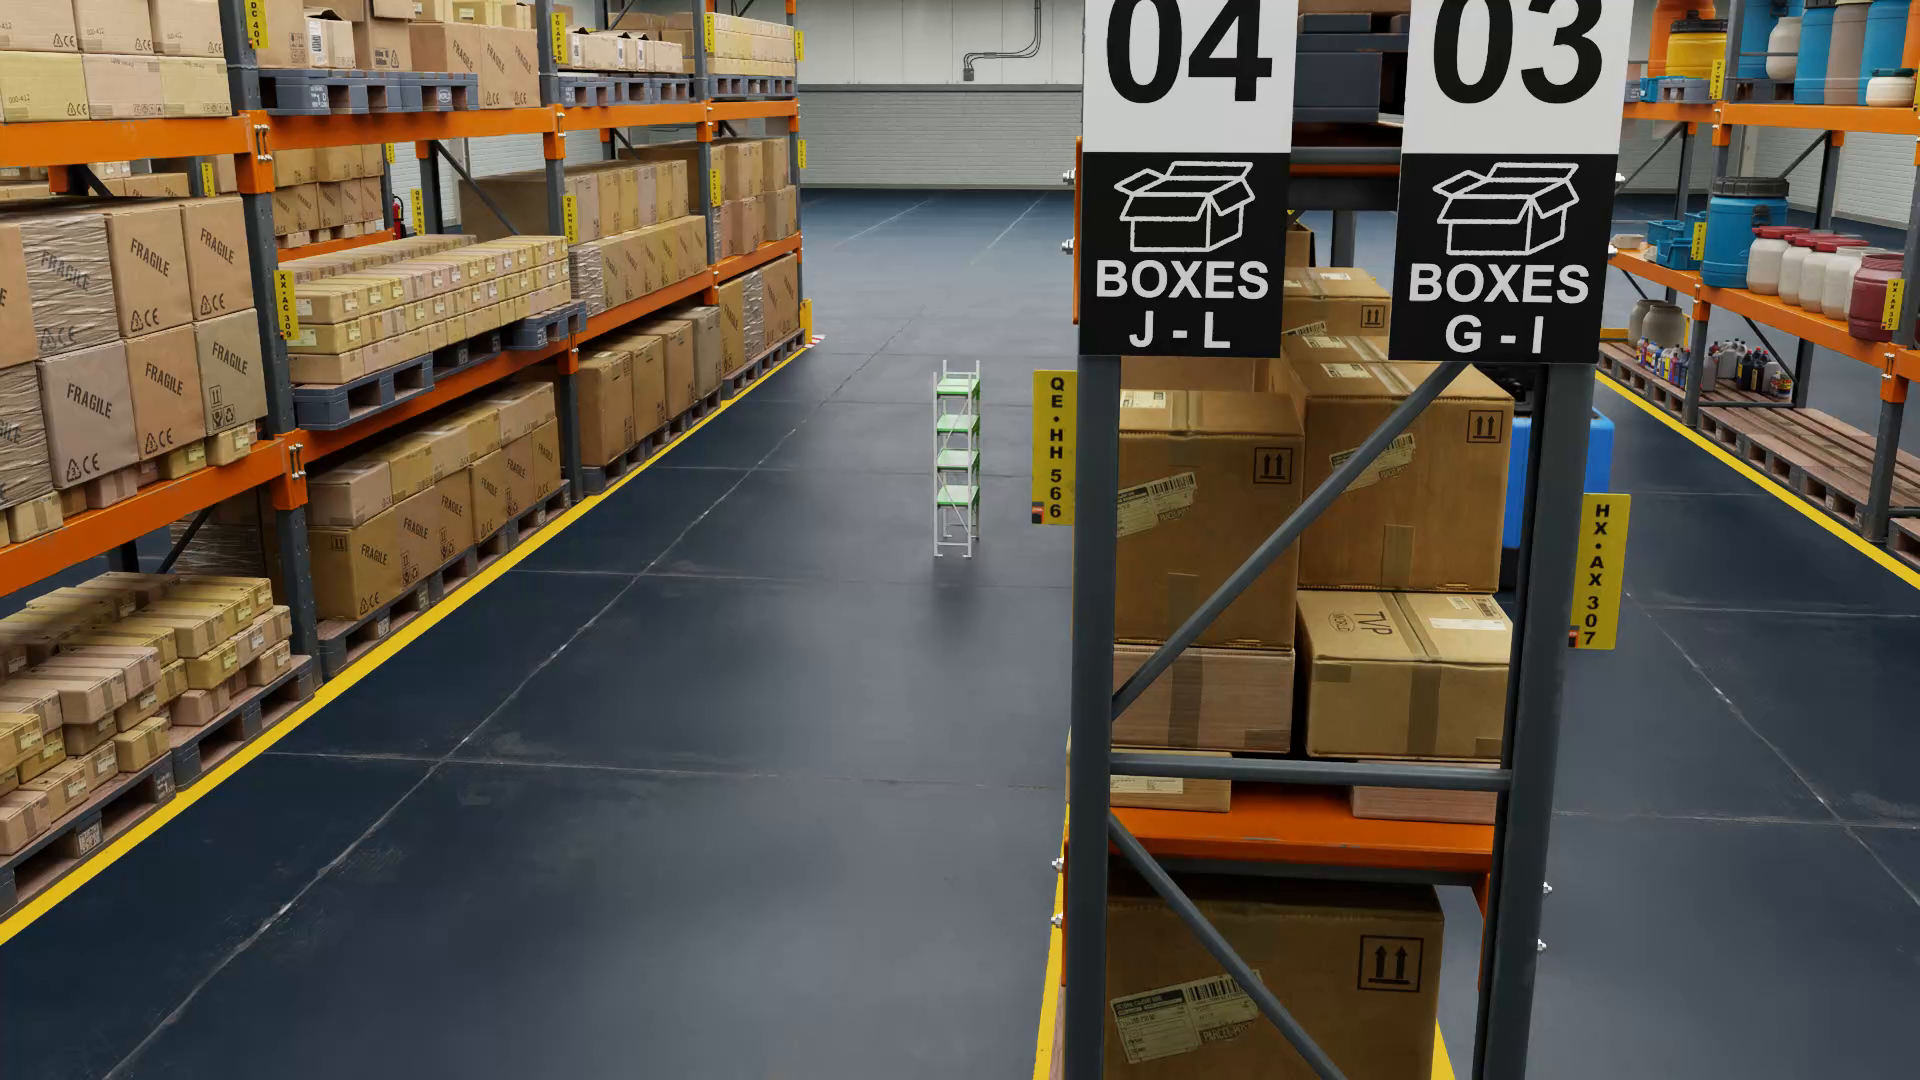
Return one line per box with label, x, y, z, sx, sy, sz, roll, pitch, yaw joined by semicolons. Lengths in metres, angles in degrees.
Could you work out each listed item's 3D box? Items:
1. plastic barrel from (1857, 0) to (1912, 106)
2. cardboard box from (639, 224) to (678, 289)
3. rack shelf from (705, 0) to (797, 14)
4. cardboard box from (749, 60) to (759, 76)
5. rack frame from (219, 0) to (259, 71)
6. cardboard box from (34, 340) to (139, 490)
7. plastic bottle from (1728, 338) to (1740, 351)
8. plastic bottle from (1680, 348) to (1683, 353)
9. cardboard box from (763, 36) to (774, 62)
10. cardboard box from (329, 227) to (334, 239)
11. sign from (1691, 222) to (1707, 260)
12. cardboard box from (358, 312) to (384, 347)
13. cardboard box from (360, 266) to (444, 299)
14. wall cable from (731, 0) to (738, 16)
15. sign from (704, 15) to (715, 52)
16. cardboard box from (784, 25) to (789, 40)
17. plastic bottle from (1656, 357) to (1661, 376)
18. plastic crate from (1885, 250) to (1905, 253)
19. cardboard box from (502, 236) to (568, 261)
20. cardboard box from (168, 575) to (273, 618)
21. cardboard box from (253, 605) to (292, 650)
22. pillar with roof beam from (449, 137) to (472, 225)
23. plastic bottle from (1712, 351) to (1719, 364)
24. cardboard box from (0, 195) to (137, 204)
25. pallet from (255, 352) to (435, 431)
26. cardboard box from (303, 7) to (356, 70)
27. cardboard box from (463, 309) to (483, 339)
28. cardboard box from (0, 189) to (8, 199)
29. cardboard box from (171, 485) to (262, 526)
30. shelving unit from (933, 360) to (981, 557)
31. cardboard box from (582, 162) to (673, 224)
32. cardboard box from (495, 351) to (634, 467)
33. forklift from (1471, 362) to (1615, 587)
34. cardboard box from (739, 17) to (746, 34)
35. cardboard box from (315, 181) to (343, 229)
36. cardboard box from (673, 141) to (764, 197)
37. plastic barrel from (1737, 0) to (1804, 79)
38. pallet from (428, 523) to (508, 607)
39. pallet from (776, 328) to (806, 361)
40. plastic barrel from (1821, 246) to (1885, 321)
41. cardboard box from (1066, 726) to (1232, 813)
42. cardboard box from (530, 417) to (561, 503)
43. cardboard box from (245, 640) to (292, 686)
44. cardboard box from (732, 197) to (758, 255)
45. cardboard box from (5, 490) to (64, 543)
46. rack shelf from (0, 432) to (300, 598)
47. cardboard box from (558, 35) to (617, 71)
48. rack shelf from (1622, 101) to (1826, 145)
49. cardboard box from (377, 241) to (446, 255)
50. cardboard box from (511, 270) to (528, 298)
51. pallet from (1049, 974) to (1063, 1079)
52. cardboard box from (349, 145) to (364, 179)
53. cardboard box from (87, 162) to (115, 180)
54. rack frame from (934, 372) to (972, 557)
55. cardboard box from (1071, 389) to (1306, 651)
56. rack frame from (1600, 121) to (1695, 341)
plastic barrel;7.024;-3.675;12.301;0.600;0.901;0.708;2;15;6
cardboard box;-2.732;-2.424;14.189;0.500;0.500;0.500;2;15;7
rack shelf;-2.599;-5.656;16.982;1.077;0.370;4.000;2;15;6
cardboard box;-2.274;-4.838;17.045;0.380;0.149;0.250;2;15;7
rack frame;-3.728;-3.602;7.244;1.000;3.000;0.127;2;15;6
cardboard box;-3.619;-0.501;6.506;0.500;0.500;0.500;2;15;6
plastic bottle;7.607;-1.801;16.309;0.144;0.351;0.185;2;15;9
plastic bottle;6.986;-1.712;16.109;0.061;0.283;0.133;2;15;6
cardboard box;-2.266;-5.194;17.598;0.500;0.250;0.500;2;15;6
cardboard box;-7.269;-3.449;18.651;0.380;0.149;0.250;2;15;7
sign;6.468;-2.616;14.558;0.100;0.325;0.005;2;15;6
cardboard box;-3.199;-1.087;8.543;0.380;0.149;0.250;1;15;5
cardboard box;-3.110;-1.434;9.254;0.380;0.149;0.250;2;15;6
wall cable;-5.490;-16.191;50.072;3.097;2.526;0.112;2;15;6
sign;-2.285;-4.617;15.151;0.100;0.325;0.005;2;15;6
cardboard box;-2.104;-5.619;18.407;0.380;0.149;0.250;2;15;7
plastic bottle;6.866;-1.707;16.247;0.097;0.201;0.097;0;15;0
plastic crate;7.048;-1.867;12.196;0.402;0.464;0.583;2;15;6
cardboard box;-2.876;-1.972;11.244;0.380;0.149;0.250;1;15;4
cardboard box;-3.509;0.280;7.897;0.380;0.149;0.250;2;15;8
cardboard box;-3.447;0.415;7.969;0.380;0.149;0.250;2;15;7
pillar with roof beam;-6.901;-11.367;35.960;9.100;9.000;0.400;2;15;6
plastic bottle;7.496;-1.771;16.483;0.097;0.201;0.097;0;15;0
cardboard box;-4.021;-1.271;7.439;0.500;0.500;0.500;2;15;8
pallet;-3.497;-0.808;8.770;1.003;0.211;1.213;2;15;6
cardboard box;-3.420;-2.536;8.414;0.500;0.311;0.500;1;15;5
cardboard box;-3.053;-1.280;9.828;0.380;0.149;0.250;1;15;4
cardboard box;-7.874;-2.503;13.107;0.500;0.500;0.500;2;15;9
cardboard box;-3.895;-0.265;8.943;0.500;0.250;0.500;1;15;5
shelving unit;-0.019;-0.536;10.847;0.258;1.200;0.503;2;15;6
cardboard box;-2.931;-3.050;14.587;0.700;0.500;0.500;1;15;5
cardboard box;-3.118;-1.016;12.677;1.050;0.750;0.750;1;15;5
forklift;3.479;-1.457;10.933;1.130;2.935;3.031;2;15;8
cardboard box;-2.333;-5.093;16.460;0.380;0.149;0.250;2;15;7
cardboard box;-7.212;-3.722;18.418;0.500;0.500;0.500;2;15;6
cardboard box;-2.553;-3.889;17.443;0.875;0.550;0.500;2;15;6
plastic barrel;7.232;-4.611;14.955;0.600;0.901;0.708;2;15;6
pallet;-3.506;0.121;10.312;1.003;0.211;1.213;2;15;6
pallet;-2.386;-2.263;19.126;1.003;0.211;1.213;2;15;6
plastic barrel;6.513;-1.862;12.087;0.421;0.512;0.421;0;15;0
cardboard box;0.451;0.523;3.964;0.380;0.149;0.250;2;15;7
cardboard box;-3.091;-0.561;11.476;0.500;0.500;0.500;2;15;6
cardboard box;-3.433;0.579;7.932;0.380;0.149;0.250;2;15;7
cardboard box;-2.578;-3.229;17.072;0.875;0.550;0.550;2;15;6
cardboard box;-3.632;-0.096;6.253;0.380;0.149;0.250;2;15;7
rack shelf;-3.953;0.160;6.203;1.077;0.370;4.000;2;15;6
cardboard box;-2.919;-3.681;12.575;0.500;0.250;0.500;2;15;8
rack shelf;7.239;-4.082;16.145;1.077;0.370;4.000;2;15;6
cardboard box;-3.581;-1.865;10.849;0.380;0.149;0.250;2;15;6
cardboard box;-2.964;-1.625;10.531;0.380;0.149;0.250;2;15;6
pallet;0.750;1.640;4.693;1.003;0.211;1.213;2;15;6
cardboard box;-7.209;-4.343;18.799;0.700;0.500;0.500;2;15;7
cardboard box;-7.655;-3.231;14.556;0.380;0.149;0.250;1;15;4
rack frame;-0.046;-0.473;10.613;0.240;1.200;0.015;2;15;6
cardboard box;0.532;-0.064;3.932;0.500;0.500;0.500;2;15;7
rack frame;7.465;-3.500;18.361;1.000;3.000;0.127;2;15;6
